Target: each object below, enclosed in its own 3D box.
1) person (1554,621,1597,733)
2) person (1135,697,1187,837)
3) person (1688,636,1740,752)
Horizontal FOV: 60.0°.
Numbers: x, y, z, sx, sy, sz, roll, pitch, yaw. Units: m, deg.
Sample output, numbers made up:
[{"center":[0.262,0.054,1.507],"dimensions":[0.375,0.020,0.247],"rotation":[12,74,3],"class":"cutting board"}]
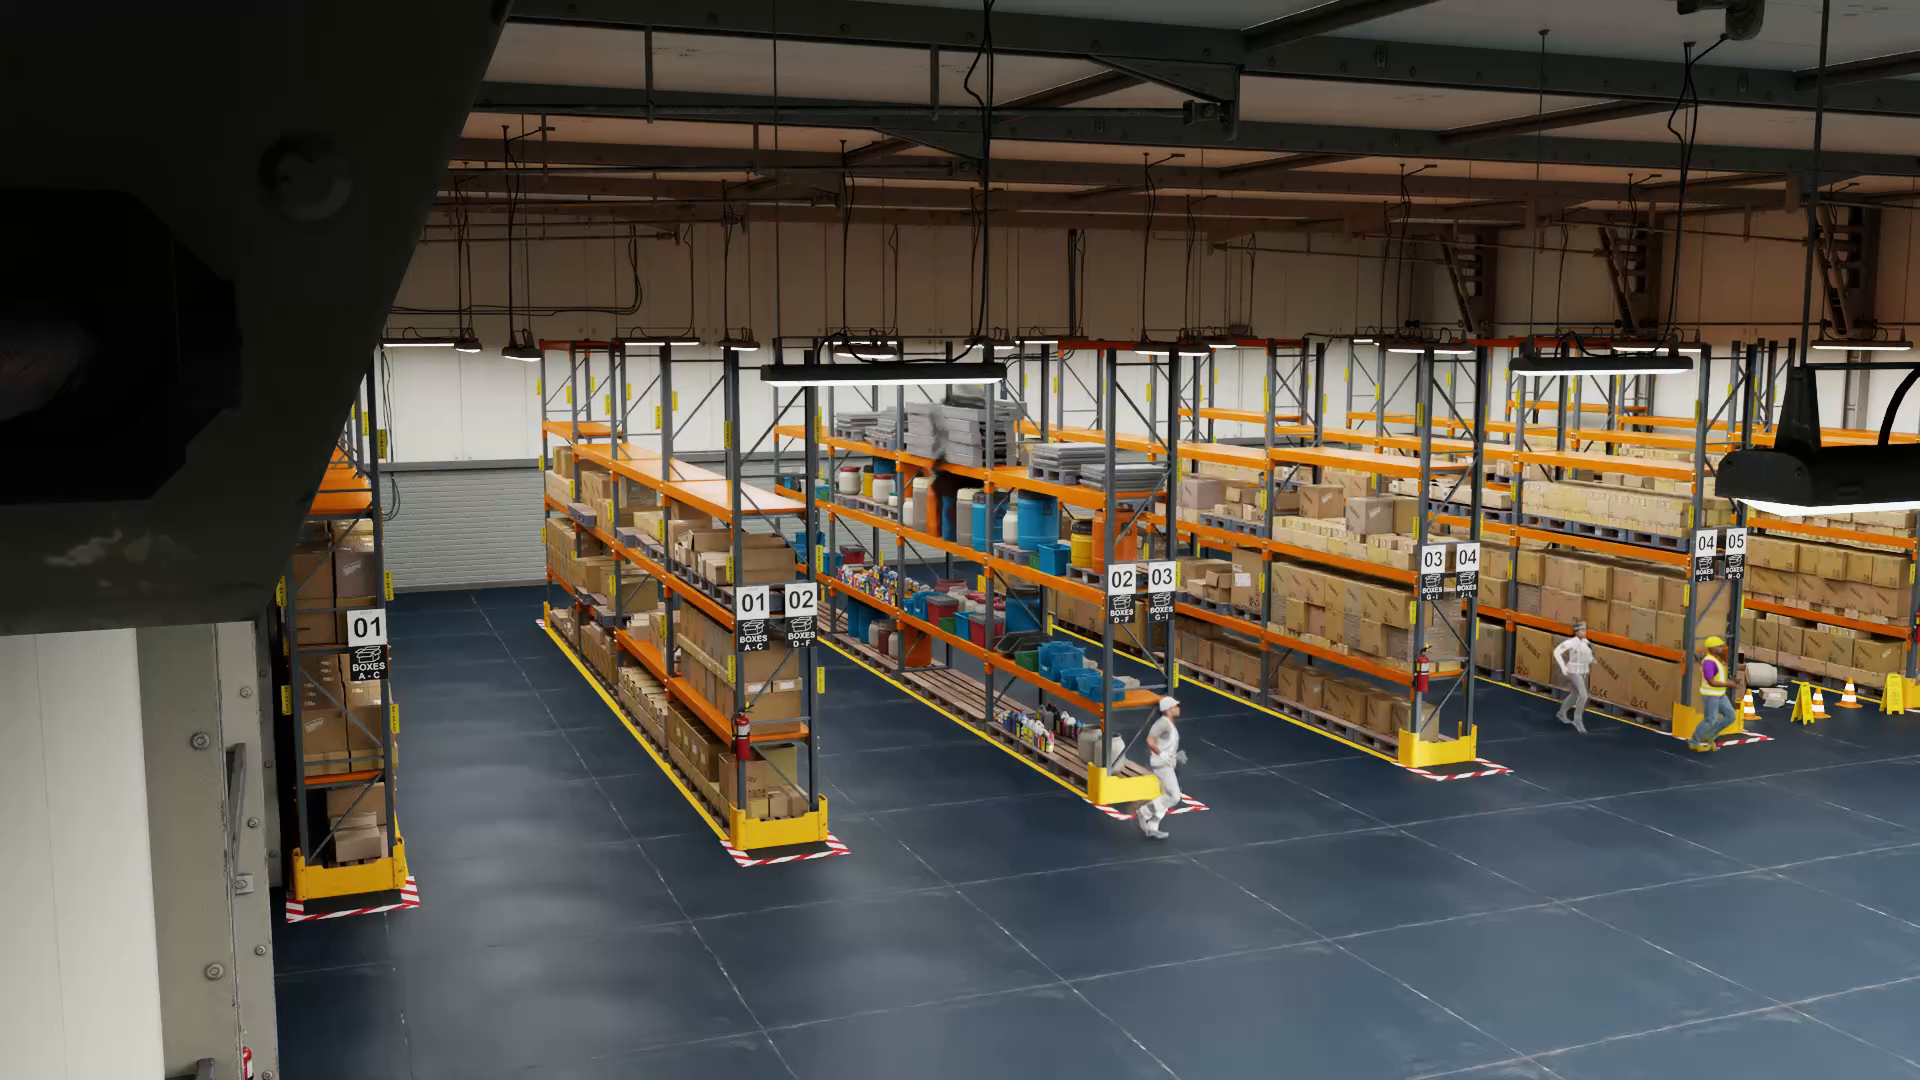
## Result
[{"center":[9.645,2.122,26.025],"dimensions":[0.585,1.751,0.730],"rotation":[-5,9,-33],"class":"person"},{"center":[2.527,2.801,20.705],"dimensions":[0.595,1.690,0.722],"rotation":[2,8,15],"class":"person"},{"center":[11.123,2.281,24.473],"dimensions":[0.671,1.746,0.676],"rotation":[6,9,38],"class":"person"}]
